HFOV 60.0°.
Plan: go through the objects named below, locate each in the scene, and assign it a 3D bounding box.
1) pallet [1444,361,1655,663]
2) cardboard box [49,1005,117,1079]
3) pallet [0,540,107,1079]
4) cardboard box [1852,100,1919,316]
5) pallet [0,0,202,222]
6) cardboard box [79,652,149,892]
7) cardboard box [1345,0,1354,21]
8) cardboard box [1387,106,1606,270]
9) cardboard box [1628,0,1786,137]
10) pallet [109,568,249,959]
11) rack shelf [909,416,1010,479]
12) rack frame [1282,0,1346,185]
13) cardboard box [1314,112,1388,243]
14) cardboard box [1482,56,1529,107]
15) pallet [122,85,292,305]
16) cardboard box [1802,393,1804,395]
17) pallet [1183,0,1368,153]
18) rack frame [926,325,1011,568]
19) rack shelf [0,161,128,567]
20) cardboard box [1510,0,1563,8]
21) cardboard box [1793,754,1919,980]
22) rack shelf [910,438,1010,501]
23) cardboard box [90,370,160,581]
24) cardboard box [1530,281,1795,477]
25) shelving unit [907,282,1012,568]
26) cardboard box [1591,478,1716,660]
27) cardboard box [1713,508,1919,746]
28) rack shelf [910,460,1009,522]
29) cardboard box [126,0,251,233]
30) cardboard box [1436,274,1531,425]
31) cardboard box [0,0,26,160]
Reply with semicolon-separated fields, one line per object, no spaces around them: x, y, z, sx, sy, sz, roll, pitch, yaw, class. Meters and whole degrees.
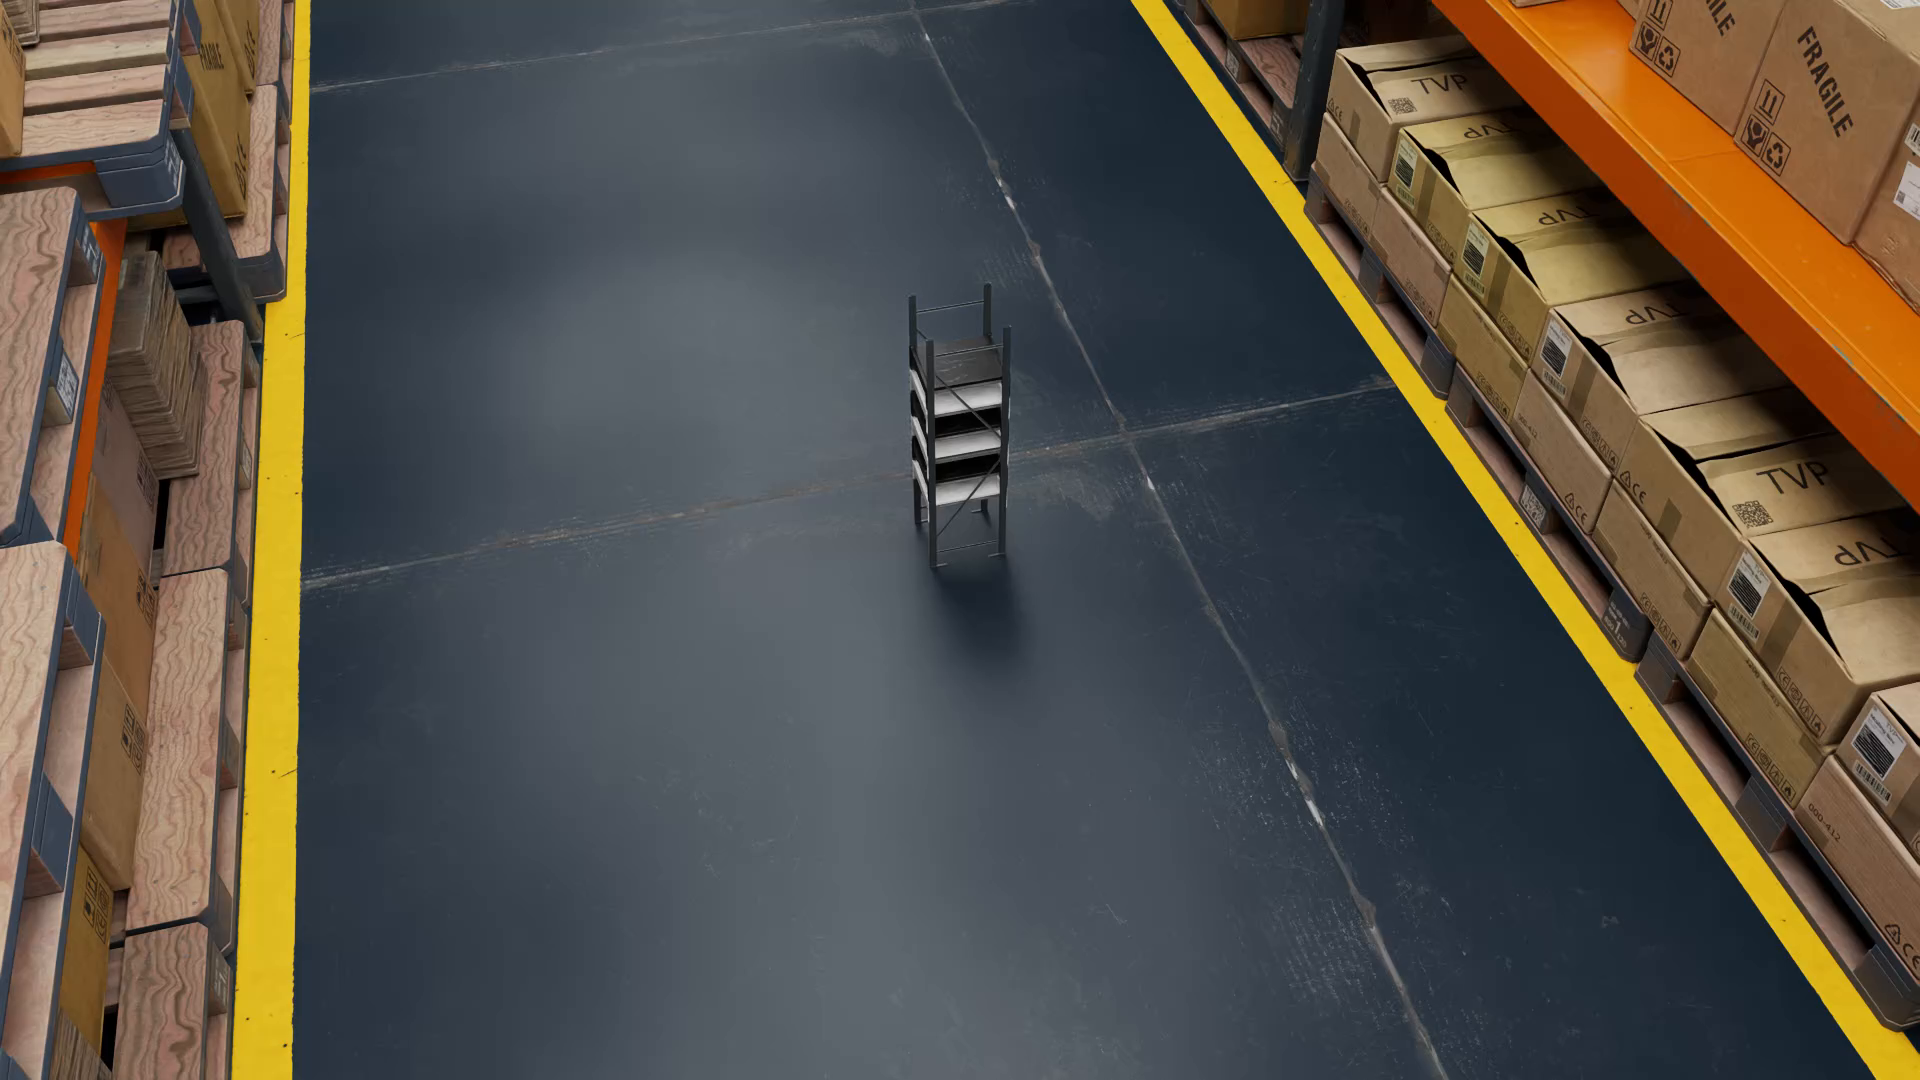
2.284;-0.212;5.310;1.003;0.211;1.213;-11;47;-10;pallet
-2.166;1.281;3.336;0.700;0.500;0.500;-9;46;-9;cardboard box
-2.017;0.578;2.717;1.003;0.211;1.213;-11;47;-10;pallet
2.510;-0.775;3.839;0.500;0.500;0.500;-8;46;-7;cardboard box
-2.700;-1.157;4.418;1.213;0.211;1.003;-11;47;-10;pallet
-2.438;0.574;4.030;0.700;0.500;0.500;-10;46;-10;cardboard box
1.822;-2.611;7.150;0.500;0.500;0.500;-12;47;-12;cardboard box
1.795;-1.209;5.573;0.500;0.311;0.500;-12;47;-11;cardboard box
2.247;-1.484;4.534;0.500;0.500;0.500;-13;47;-12;cardboard box
-2.478;0.660;4.455;1.003;0.211;1.213;-11;47;-10;pallet
-0.002;-0.297;4.958;0.258;0.077;0.200;-11;47;-10;rack shelf
1.802;-2.605;5.702;1.000;3.000;0.127;-11;47;-10;rack frame
1.652;-1.374;6.127;0.500;0.250;0.500;-11;47;-10;cardboard box
2.174;-1.669;6.024;0.500;0.311;0.500;-10;46;-9;cardboard box
-3.115;-1.278;6.355;1.003;0.211;1.213;-11;47;-10;pallet
2.566;-0.616;4.992;0.500;0.311;0.500;-10;46;-9;cardboard box
1.647;-2.151;7.210;1.003;0.211;1.213;-11;47;-10;pallet
0.024;-0.250;4.865;0.240;0.900;0.006;-11;47;-10;rack frame
-2.474;-0.064;3.716;1.077;0.370;4.000;-11;47;-10;rack shelf
1.844;-1.921;5.094;0.500;0.311;0.500;-11;47;-11;cardboard box
2.440;0.739;4.057;0.500;0.250;0.500;-11;47;-11;cardboard box
-0.002;-0.234;5.022;0.258;0.077;0.200;-11;47;-10;rack shelf
-2.731;-0.111;4.701;0.700;0.500;0.500;-11;47;-10;cardboard box
2.055;-0.502;4.880;0.500;0.311;0.500;-11;47;-11;cardboard box
-0.002;-0.321;4.934;0.258;0.900;0.210;-11;47;-10;shelving unit
2.181;0.036;4.745;0.500;0.250;0.500;-10;46;-9;cardboard box
2.306;0.191;4.201;0.500;0.311;0.500;-10;46;-9;cardboard box
-0.002;-0.171;5.086;0.258;0.077;0.200;-11;47;-10;rack shelf
-3.047;-1.623;5.951;0.750;0.750;0.750;-11;47;-11;cardboard box
1.921;-0.669;5.437;0.500;0.250;0.500;-12;47;-11;cardboard box
-2.686;-1.182;3.930;0.700;0.500;0.500;-15;47;-14;cardboard box
